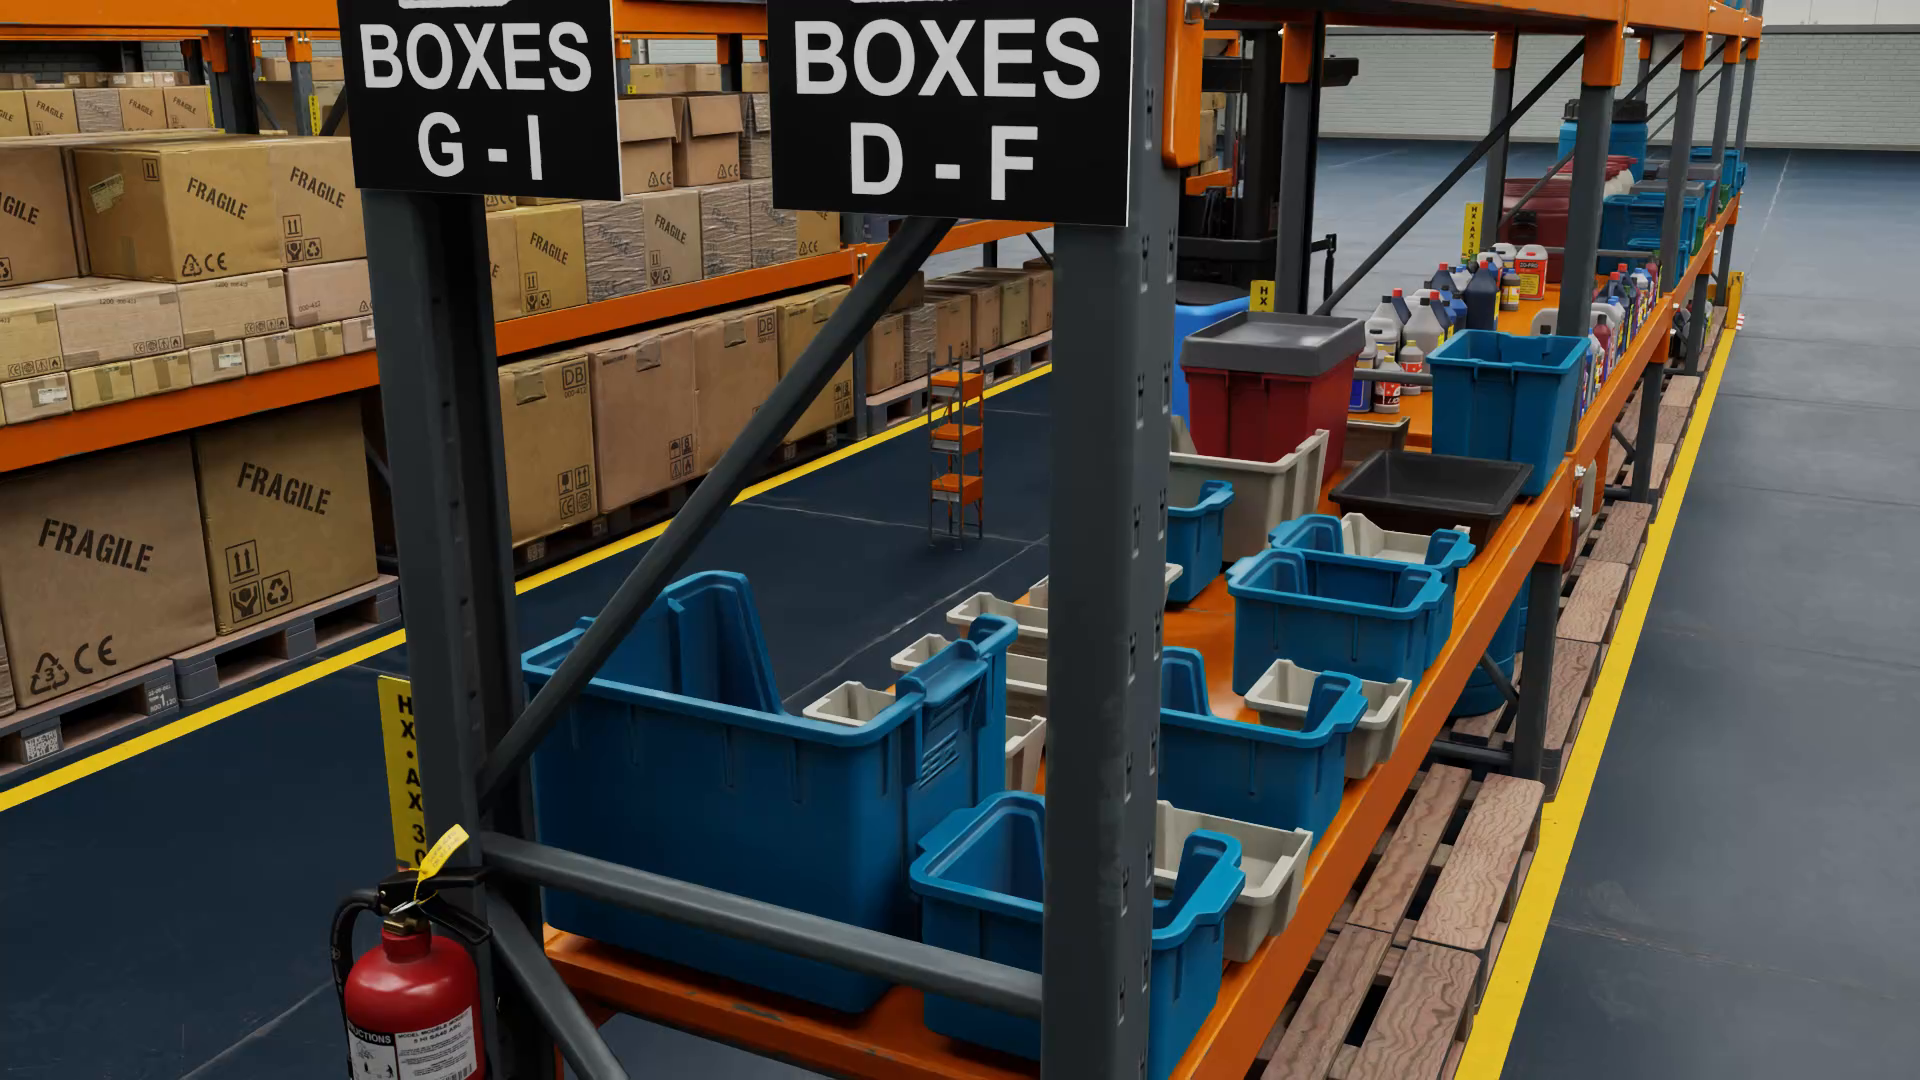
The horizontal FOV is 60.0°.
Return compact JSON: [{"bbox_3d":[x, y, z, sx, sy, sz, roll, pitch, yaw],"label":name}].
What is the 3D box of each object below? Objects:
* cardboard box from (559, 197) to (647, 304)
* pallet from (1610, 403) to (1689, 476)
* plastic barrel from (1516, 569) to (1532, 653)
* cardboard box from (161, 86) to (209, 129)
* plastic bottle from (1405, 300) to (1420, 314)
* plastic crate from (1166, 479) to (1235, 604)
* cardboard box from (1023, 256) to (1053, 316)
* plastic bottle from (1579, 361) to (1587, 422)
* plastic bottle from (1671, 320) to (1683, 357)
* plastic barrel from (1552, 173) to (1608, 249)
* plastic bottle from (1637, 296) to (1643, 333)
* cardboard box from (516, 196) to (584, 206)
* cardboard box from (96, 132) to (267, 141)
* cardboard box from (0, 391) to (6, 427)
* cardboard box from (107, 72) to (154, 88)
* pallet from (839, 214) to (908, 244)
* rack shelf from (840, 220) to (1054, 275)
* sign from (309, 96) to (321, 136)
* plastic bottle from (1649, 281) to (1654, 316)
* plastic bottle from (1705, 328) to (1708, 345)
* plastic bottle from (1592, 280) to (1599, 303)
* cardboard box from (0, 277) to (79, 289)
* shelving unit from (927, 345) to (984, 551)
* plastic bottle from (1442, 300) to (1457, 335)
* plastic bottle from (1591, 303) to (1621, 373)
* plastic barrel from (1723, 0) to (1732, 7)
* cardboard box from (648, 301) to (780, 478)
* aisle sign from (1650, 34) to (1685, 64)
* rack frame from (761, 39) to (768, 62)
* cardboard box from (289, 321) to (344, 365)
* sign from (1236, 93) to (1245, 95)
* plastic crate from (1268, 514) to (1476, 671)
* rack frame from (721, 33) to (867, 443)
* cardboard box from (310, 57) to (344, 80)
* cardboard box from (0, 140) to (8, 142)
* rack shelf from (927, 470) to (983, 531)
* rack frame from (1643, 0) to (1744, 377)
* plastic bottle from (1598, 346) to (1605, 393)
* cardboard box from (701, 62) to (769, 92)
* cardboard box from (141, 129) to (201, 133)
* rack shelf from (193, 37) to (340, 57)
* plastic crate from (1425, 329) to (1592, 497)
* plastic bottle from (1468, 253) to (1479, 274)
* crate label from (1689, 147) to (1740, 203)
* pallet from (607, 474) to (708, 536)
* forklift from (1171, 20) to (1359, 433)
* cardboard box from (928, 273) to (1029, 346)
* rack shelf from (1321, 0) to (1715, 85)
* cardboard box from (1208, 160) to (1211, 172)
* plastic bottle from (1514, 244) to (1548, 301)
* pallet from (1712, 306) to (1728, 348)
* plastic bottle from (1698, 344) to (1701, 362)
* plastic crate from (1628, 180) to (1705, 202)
[{"bbox_3d":[-2.019,-1.546,8.787,0.500,0.500,0.500,8,18,24],"label":"cardboard box"},{"bbox_3d":[4.250,-0.711,11.049,1.003,0.211,1.213,8,18,25],"label":"pallet"},{"bbox_3d":[2.110,-0.039,6.837,0.600,0.901,0.708,8,18,25],"label":"plastic barrel"},{"bbox_3d":[-8.408,-4.574,17.722,0.500,0.500,0.500,8,18,26],"label":"cardboard box"},{"bbox_3d":[1.811,-0.831,6.771,0.152,0.276,0.135,8,18,25],"label":"plastic bottle"},{"bbox_3d":[0.436,-0.013,3.987,0.416,0.233,0.300,8,18,25],"label":"plastic crate"},{"bbox_3d":[0.894,-2.295,15.136,0.500,0.500,0.500,7,18,24],"label":"cardboard box"},{"bbox_3d":[2.140,-0.544,5.794,0.061,0.283,0.133,8,18,25],"label":"plastic bottle"},{"bbox_3d":[5.669,-1.598,13.136,0.061,0.283,0.133,8,18,25],"label":"plastic bottle"},{"bbox_3d":[3.780,-1.996,10.281,0.421,0.512,0.421,0,17,0],"label":"plastic barrel"},{"bbox_3d":[3.092,-1.059,7.670,0.097,0.201,0.097,0,17,0],"label":"plastic bottle"},{"bbox_3d":[-2.301,-2.023,8.631,0.797,0.503,0.637,8,18,26],"label":"cardboard box"},{"bbox_3d":[-3.338,-1.498,7.224,0.500,0.500,0.500,8,18,25],"label":"cardboard box"},{"bbox_3d":[-3.543,-0.459,5.741,0.380,0.149,0.250,8,18,24],"label":"cardboard box"},{"bbox_3d":[-8.589,-4.762,17.215,0.380,0.149,0.250,7,18,23],"label":"cardboard box"},{"bbox_3d":[-0.885,-2.279,11.767,1.213,0.211,1.003,8,18,25],"label":"pallet"},{"bbox_3d":[-0.215,-2.341,12.901,1.077,0.370,4.000,8,18,25],"label":"rack shelf"},{"bbox_3d":[-5.011,-3.284,12.917,0.100,0.325,0.005,8,18,25],"label":"sign"},{"bbox_3d":[3.353,-1.208,8.171,0.097,0.201,0.097,0,17,0],"label":"plastic bottle"},{"bbox_3d":[6.074,-1.705,13.637,0.097,0.201,0.097,0,17,0],"label":"plastic bottle"},{"bbox_3d":[2.801,-1.013,7.372,0.061,0.283,0.133,8,18,25],"label":"plastic bottle"},{"bbox_3d":[-3.793,-0.883,6.470,0.500,0.250,0.500,9,19,27],"label":"cardboard box"},{"bbox_3d":[-0.024,-0.490,8.829,0.215,1.050,0.252,8,18,25],"label":"shelving unit"},{"bbox_3d":[1.991,-0.852,6.850,0.097,0.271,0.097,0,17,0],"label":"plastic bottle"},{"bbox_3d":[2.600,-0.832,6.776,0.152,0.276,0.135,8,18,25],"label":"plastic bottle"},{"bbox_3d":[4.493,-3.753,10.243,0.600,0.901,0.708,8,18,25],"label":"plastic barrel"},{"bbox_3d":[-1.840,-0.960,9.982,1.225,0.875,0.875,8,18,26],"label":"cardboard box"},{"bbox_3d":[6.668,-4.886,15.639,0.394,0.787,0.004,8,18,25],"label":"aisle sign"},{"bbox_3d":[-1.926,-4.871,20.155,1.000,3.000,0.127,8,18,25],"label":"rack frame"},{"bbox_3d":[-2.854,-0.852,7.066,0.380,0.149,0.250,8,19,26],"label":"cardboard box"},{"bbox_3d":[2.954,-4.845,17.479,0.100,0.325,0.005,8,18,25],"label":"sign"},{"bbox_3d":[0.875,0.110,3.574,0.416,0.233,0.300,8,18,25],"label":"plastic crate"},{"bbox_3d":[-1.108,-2.176,11.083,1.000,3.000,0.127,8,18,25],"label":"rack frame"},{"bbox_3d":[-7.548,-5.338,19.273,0.700,0.500,0.500,8,18,26],"label":"cardboard box"},{"bbox_3d":[-6.700,-2.639,11.301,0.380,0.149,0.250,7,18,23],"label":"cardboard box"},{"bbox_3d":[-0.024,-0.213,8.911,0.215,0.259,0.240,8,18,25],"label":"rack shelf"},{"bbox_3d":[5.110,-2.565,12.392,1.000,3.000,0.127,8,18,25],"label":"rack frame"},{"bbox_3d":[2.410,-0.670,6.362,0.097,0.201,0.097,0,17,0],"label":"plastic bottle"},{"bbox_3d":[-2.661,-5.094,18.745,0.875,0.550,0.550,8,18,25],"label":"cardboard box"},{"bbox_3d":[-5.998,-3.037,12.641,0.380,0.149,0.250,8,18,24],"label":"cardboard box"},{"bbox_3d":[-7.293,-6.058,20.149,1.077,0.370,4.000,8,18,25],"label":"rack shelf"},{"bbox_3d":[1.632,-0.386,4.979,0.392,0.384,0.575,8,18,25],"label":"plastic crate"},{"bbox_3d":[2.533,-1.275,8.254,0.061,0.283,0.133,8,18,25],"label":"plastic bottle"},{"bbox_3d":[6.317,-3.098,14.123,0.502,0.435,0.616,8,18,25],"label":"crate label"},{"bbox_3d":[-2.074,-0.339,9.794,1.003,0.211,1.213,8,18,25],"label":"pallet"},{"bbox_3d":[1.936,-2.173,11.193,1.130,2.935,3.031,12,20,34],"label":"forklift"},{"bbox_3d":[0.155,-1.935,13.889,0.700,0.500,0.500,8,18,25],"label":"cardboard box"},{"bbox_3d":[2.429,-2.130,6.922,1.077,0.370,4.000,8,18,25],"label":"rack shelf"},{"bbox_3d":[2.412,-3.931,17.433,0.380,0.149,0.250,8,18,25],"label":"cardboard box"},{"bbox_3d":[2.976,-1.398,8.682,0.152,0.276,0.135,8,18,25],"label":"plastic bottle"},{"bbox_3d":[6.538,-2.016,15.440,1.003,0.211,1.213,8,18,25],"label":"pallet"},{"bbox_3d":[5.690,-1.486,12.900,0.097,0.201,0.097,0,17,0],"label":"plastic bottle"},{"bbox_3d":[4.319,-1.950,10.207,0.402,0.464,0.583,8,18,25],"label":"plastic crate"}]
